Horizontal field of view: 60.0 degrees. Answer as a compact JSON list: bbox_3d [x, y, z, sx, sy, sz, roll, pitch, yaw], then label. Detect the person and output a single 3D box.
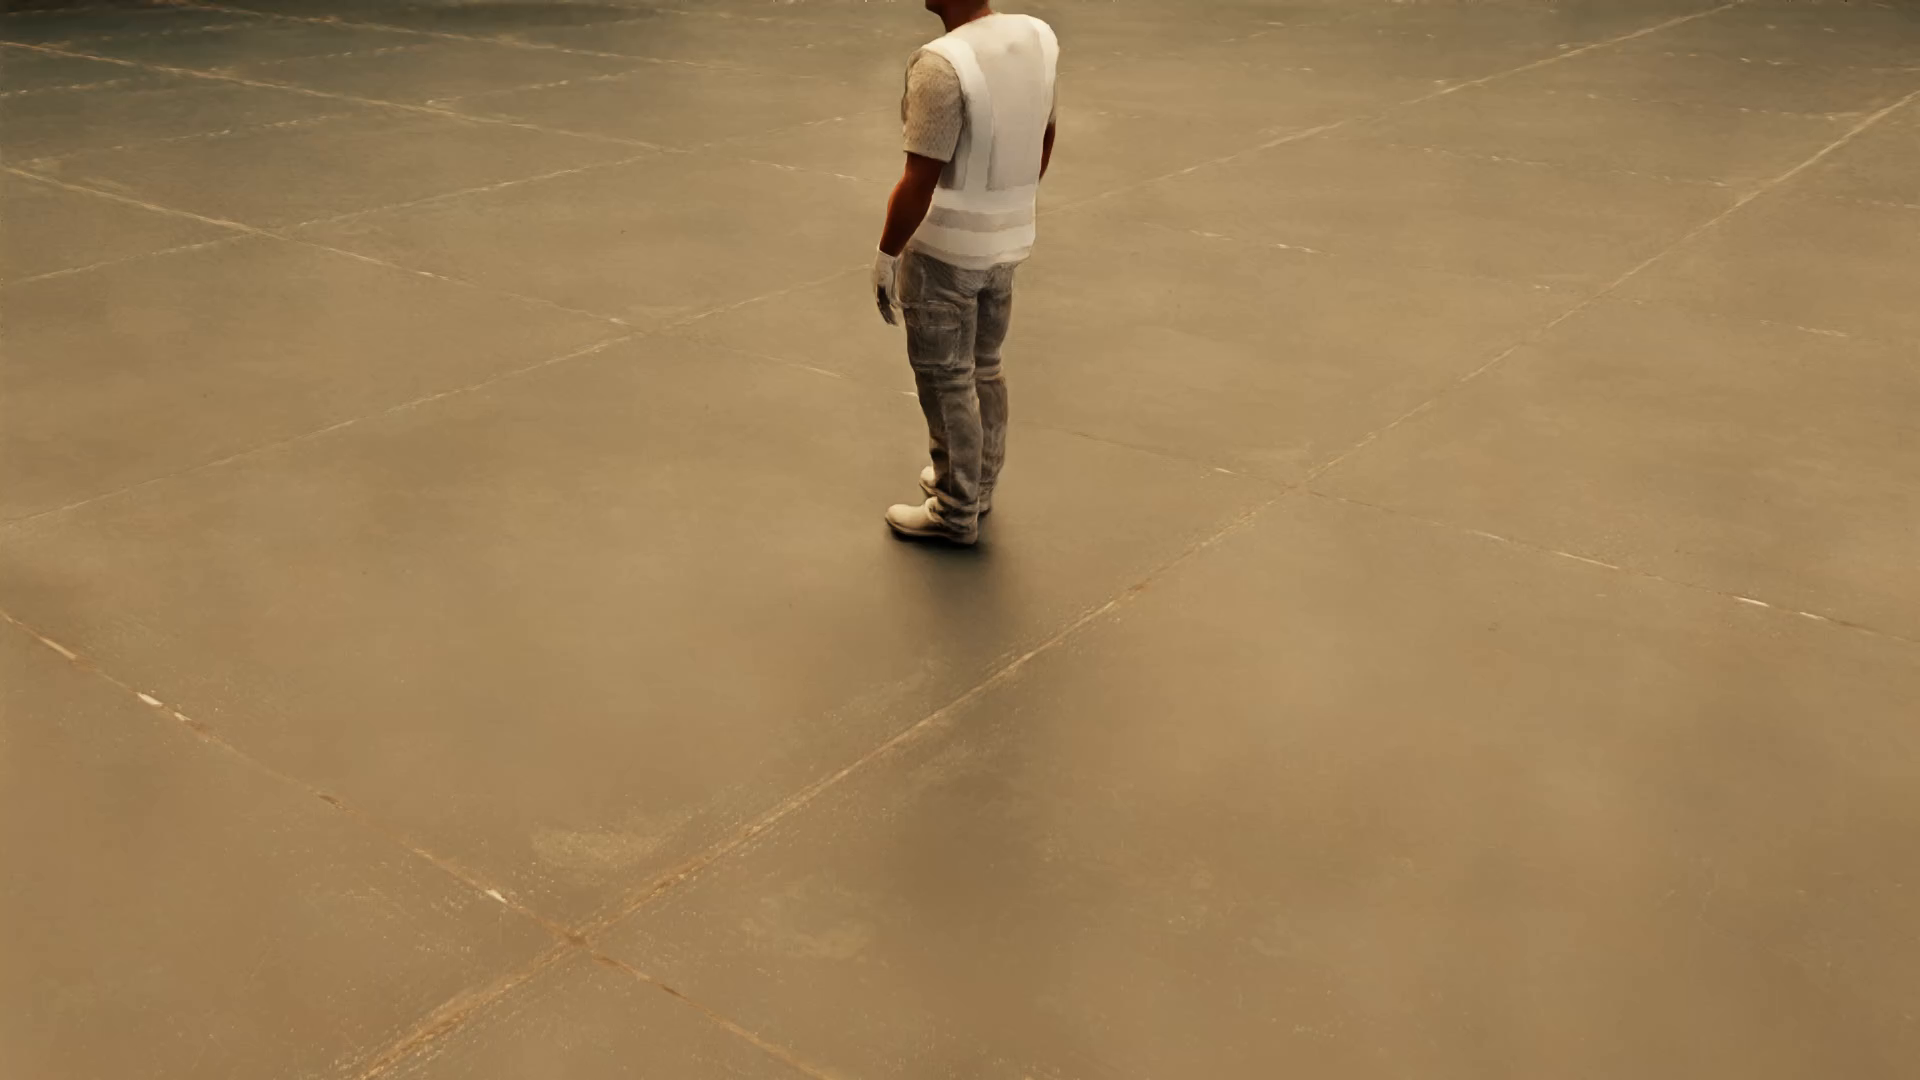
[{"bbox_3d":[-0.052,-0.844,4.702,0.576,1.782,0.655,17,29,34],"label":"person"}]
